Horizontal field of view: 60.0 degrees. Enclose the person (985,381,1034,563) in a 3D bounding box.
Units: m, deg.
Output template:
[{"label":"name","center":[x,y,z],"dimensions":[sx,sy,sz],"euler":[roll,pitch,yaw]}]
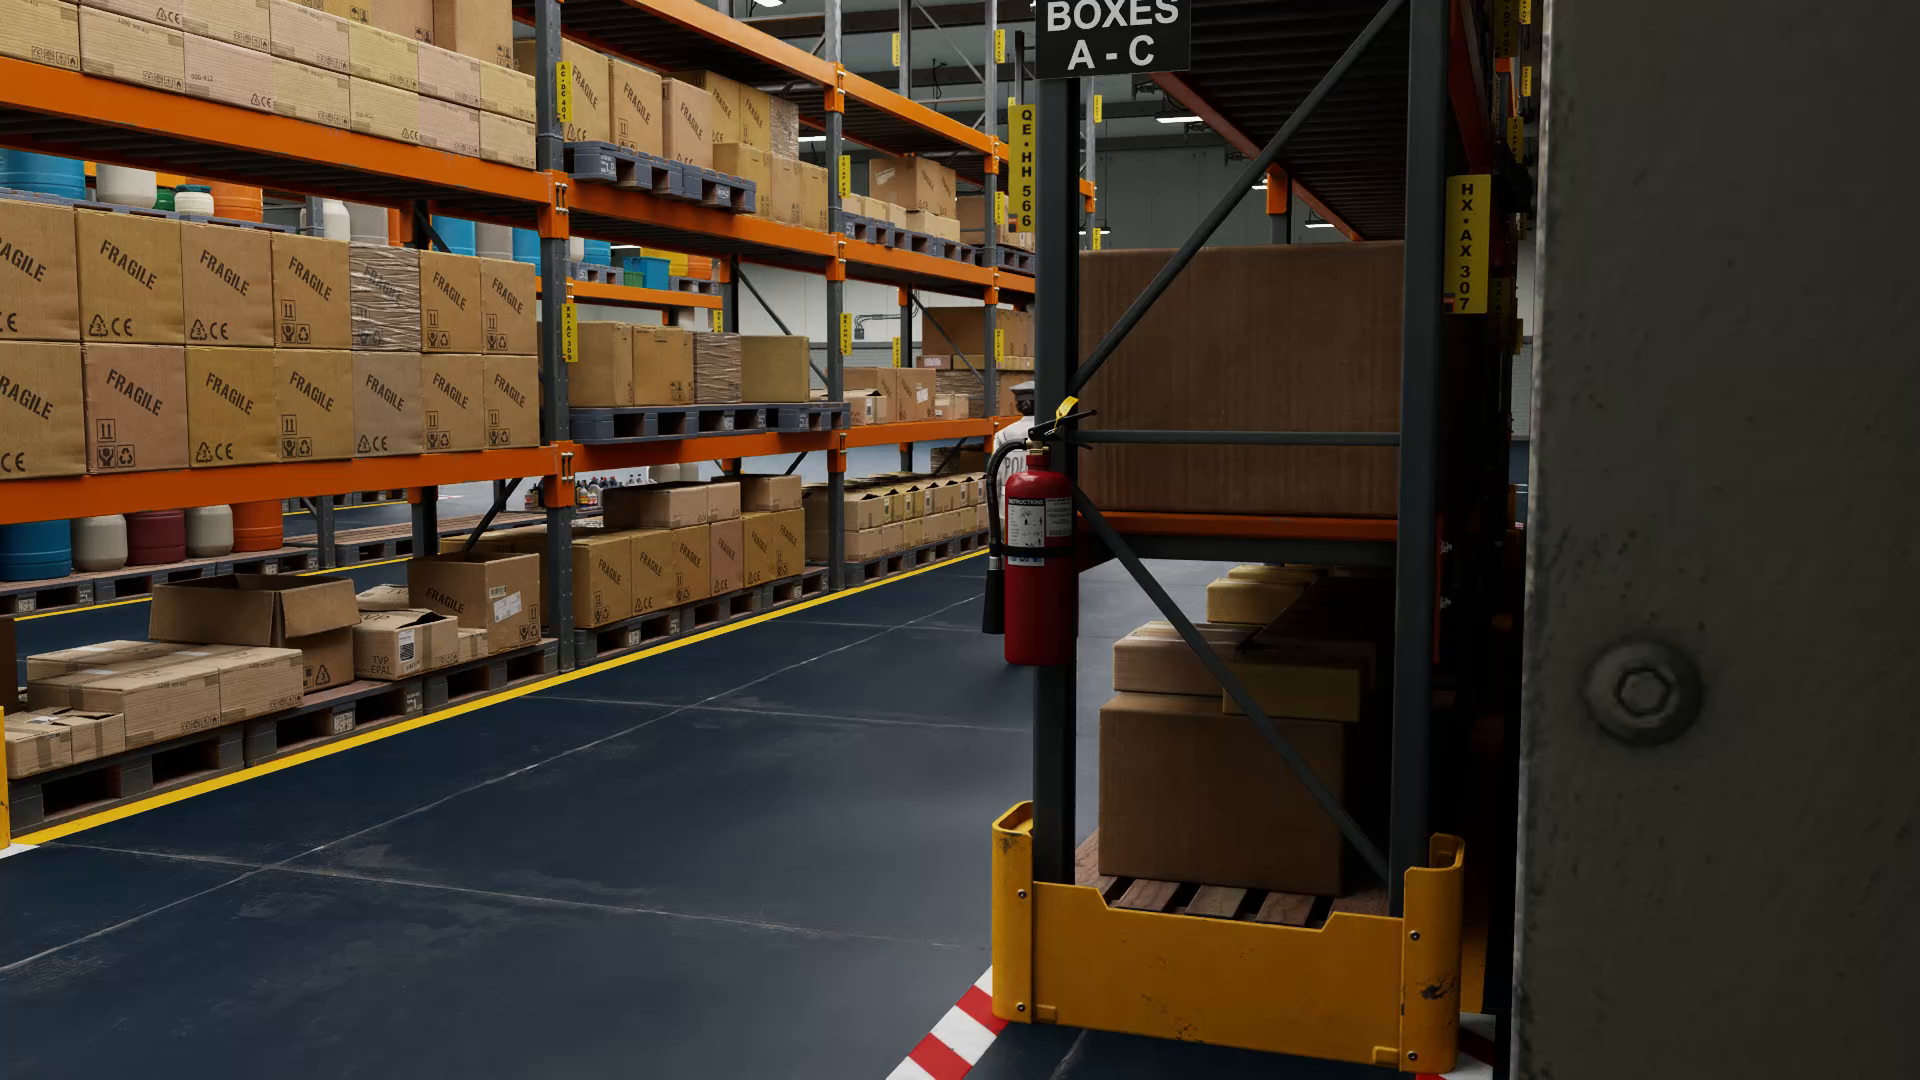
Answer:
[{"label":"person","center":[0.423,-0.099,9.784],"dimensions":[0.530,1.663,0.412],"euler":[2,6,16]}]
